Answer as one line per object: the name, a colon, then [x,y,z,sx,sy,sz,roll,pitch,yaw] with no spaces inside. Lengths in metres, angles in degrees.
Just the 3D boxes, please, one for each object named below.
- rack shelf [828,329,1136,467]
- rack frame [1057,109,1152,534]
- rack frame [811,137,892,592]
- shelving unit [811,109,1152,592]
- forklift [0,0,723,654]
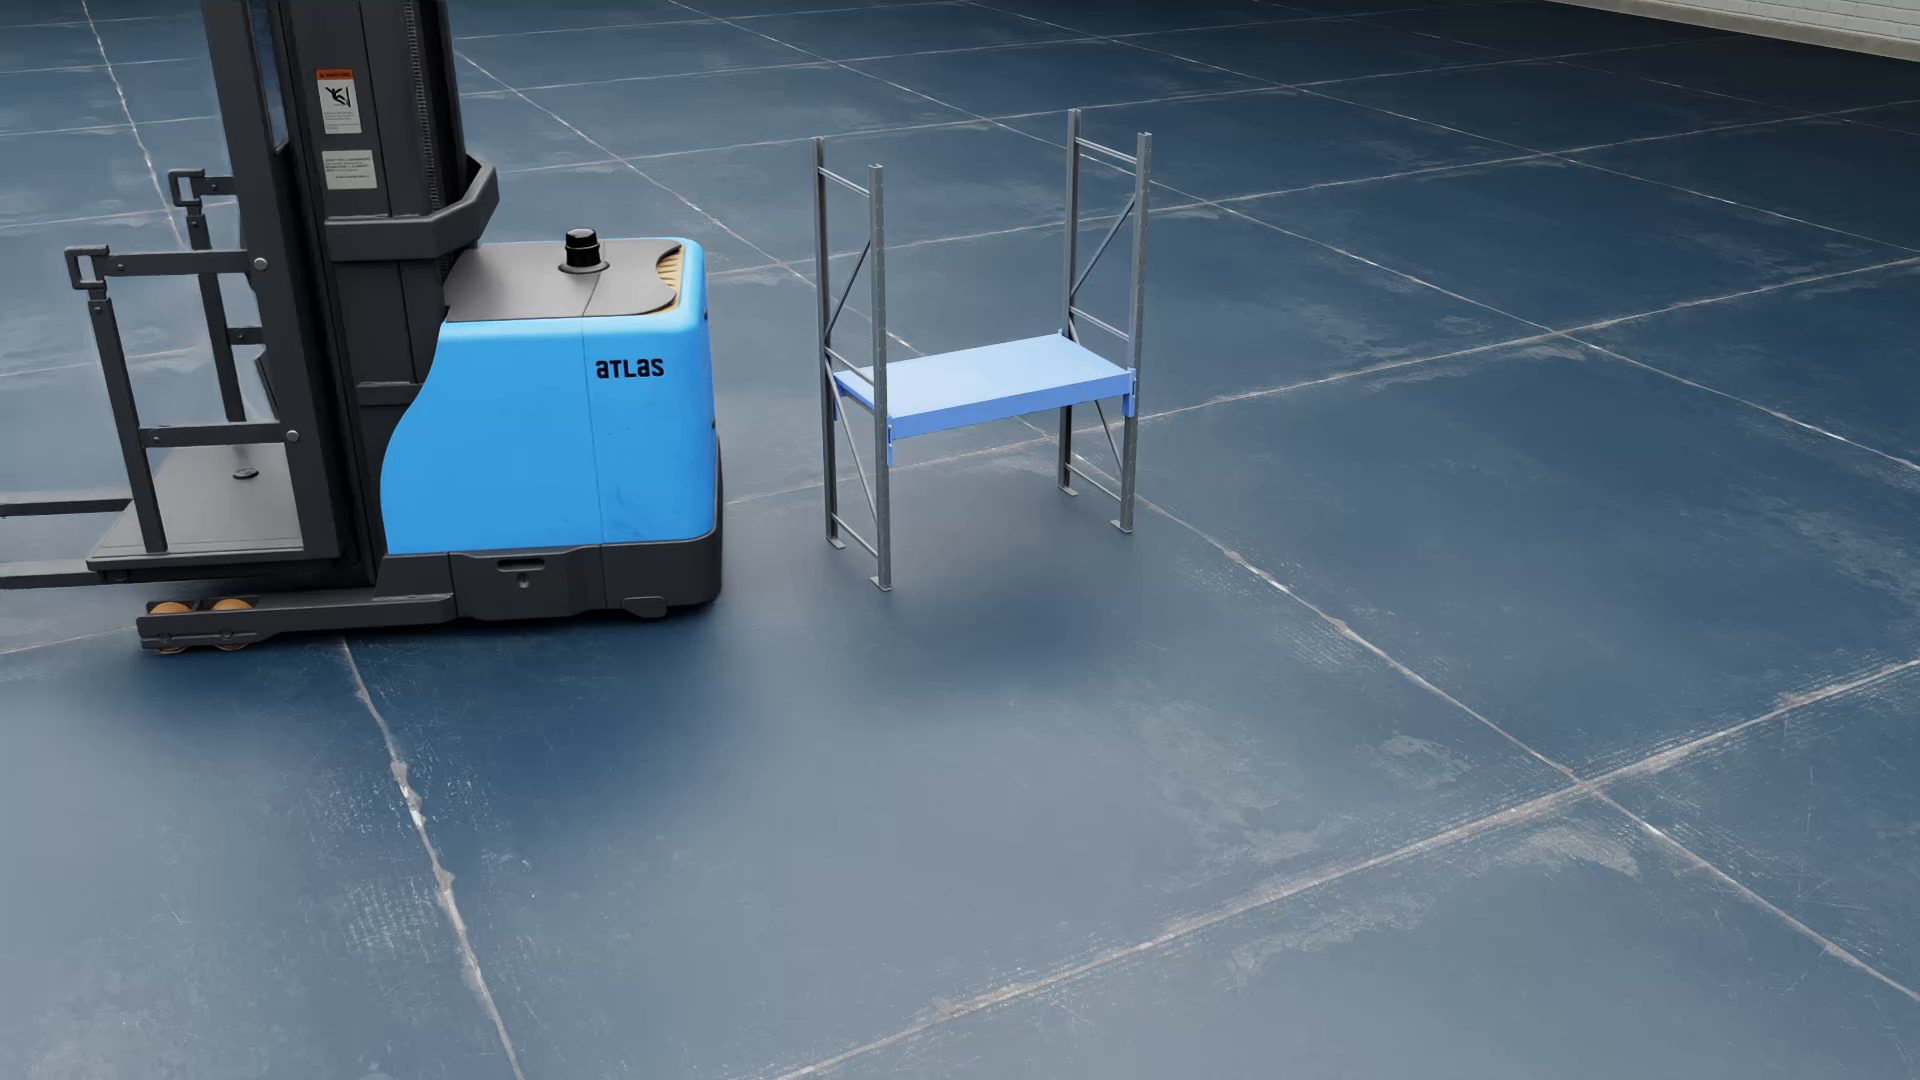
rack shelf: [0.075,-0.531,6.039,1.000,0.185,0.538,-13,29,-25]
rack frame: [0.524,-0.797,6.177,0.032,1.500,0.500,-13,29,-25]
rack frame: [-0.373,-0.590,5.746,0.032,1.500,0.500,-13,29,-25]
shelving unit: [0.075,-0.693,5.962,1.048,1.500,0.538,-13,29,-25]
forklift: [-2.378,-1.189,5.340,3.031,2.935,1.130,-3,26,-6]
